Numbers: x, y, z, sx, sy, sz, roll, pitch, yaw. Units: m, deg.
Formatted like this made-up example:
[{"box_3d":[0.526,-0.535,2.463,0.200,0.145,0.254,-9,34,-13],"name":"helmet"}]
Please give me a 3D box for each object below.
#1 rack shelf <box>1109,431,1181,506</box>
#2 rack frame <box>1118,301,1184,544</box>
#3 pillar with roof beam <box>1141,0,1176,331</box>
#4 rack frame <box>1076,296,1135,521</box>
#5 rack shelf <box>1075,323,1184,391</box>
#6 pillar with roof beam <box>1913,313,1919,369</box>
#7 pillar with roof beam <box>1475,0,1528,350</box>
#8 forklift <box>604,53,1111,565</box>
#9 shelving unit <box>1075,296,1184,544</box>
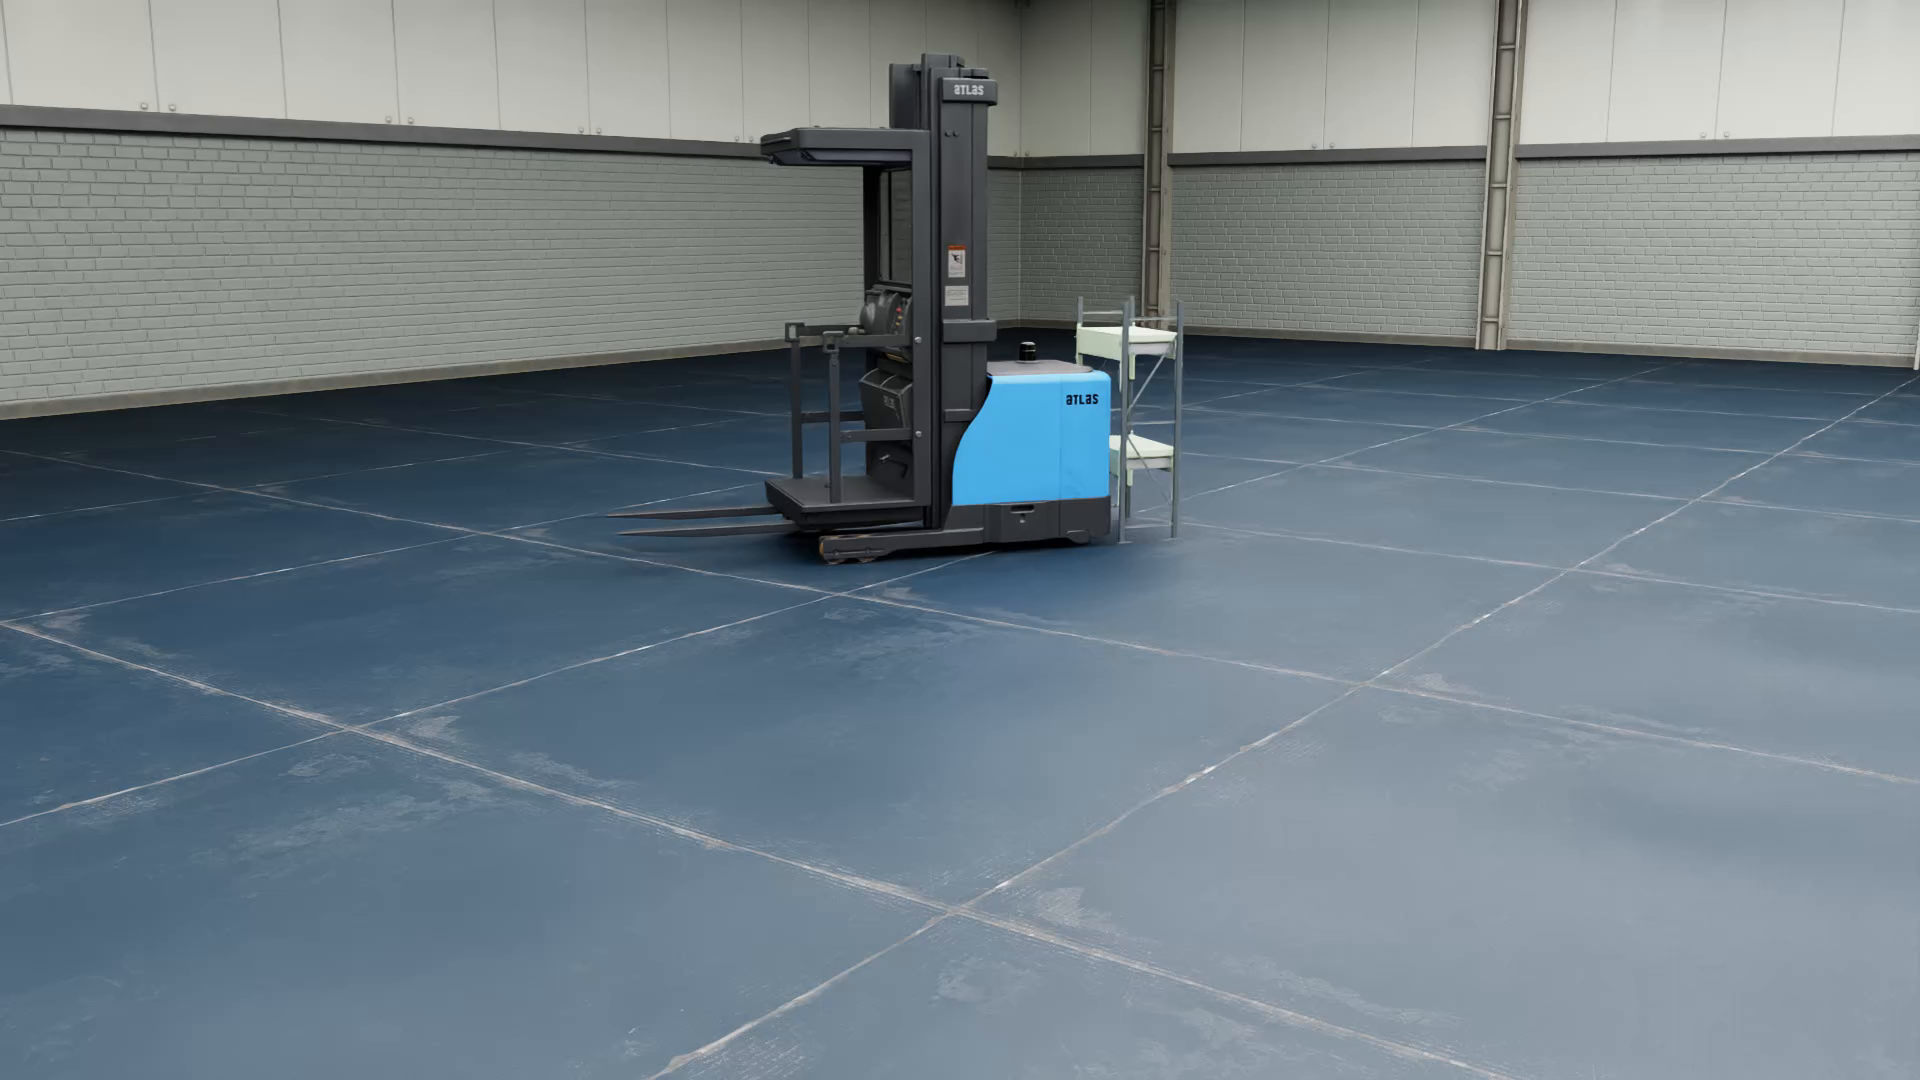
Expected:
[{"box_3d":[1.070,-0.471,10.731,0.431,0.370,0.720,-4,12,-18],"name":"rack shelf"},{"box_3d":[1.185,-0.725,10.328,0.400,1.500,0.023,-4,12,-18],"name":"rack frame"},{"box_3d":[0.894,-7.412,25.153,0.400,9.000,9.100,8,13,36],"name":"pillar with roof beam"},{"box_3d":[0.954,-0.857,11.010,0.400,1.500,0.023,-4,12,-18],"name":"rack frame"},{"box_3d":[1.070,-1.174,10.595,0.431,0.370,0.720,-4,12,-18],"name":"rack shelf"},{"box_3d":[10.566,-6.063,18.179,0.400,9.000,9.100,8,13,36],"name":"pillar with roof beam"},{"box_3d":[5.730,-6.738,21.666,0.400,9.000,9.100,8,13,36],"name":"pillar with roof beam"},{"box_3d":[-0.634,-1.407,10.084,3.031,2.935,1.130,-4,12,-18],"name":"forklift"},{"box_3d":[1.070,-0.791,10.669,0.431,1.500,0.755,-4,12,-18],"name":"shelving unit"}]
